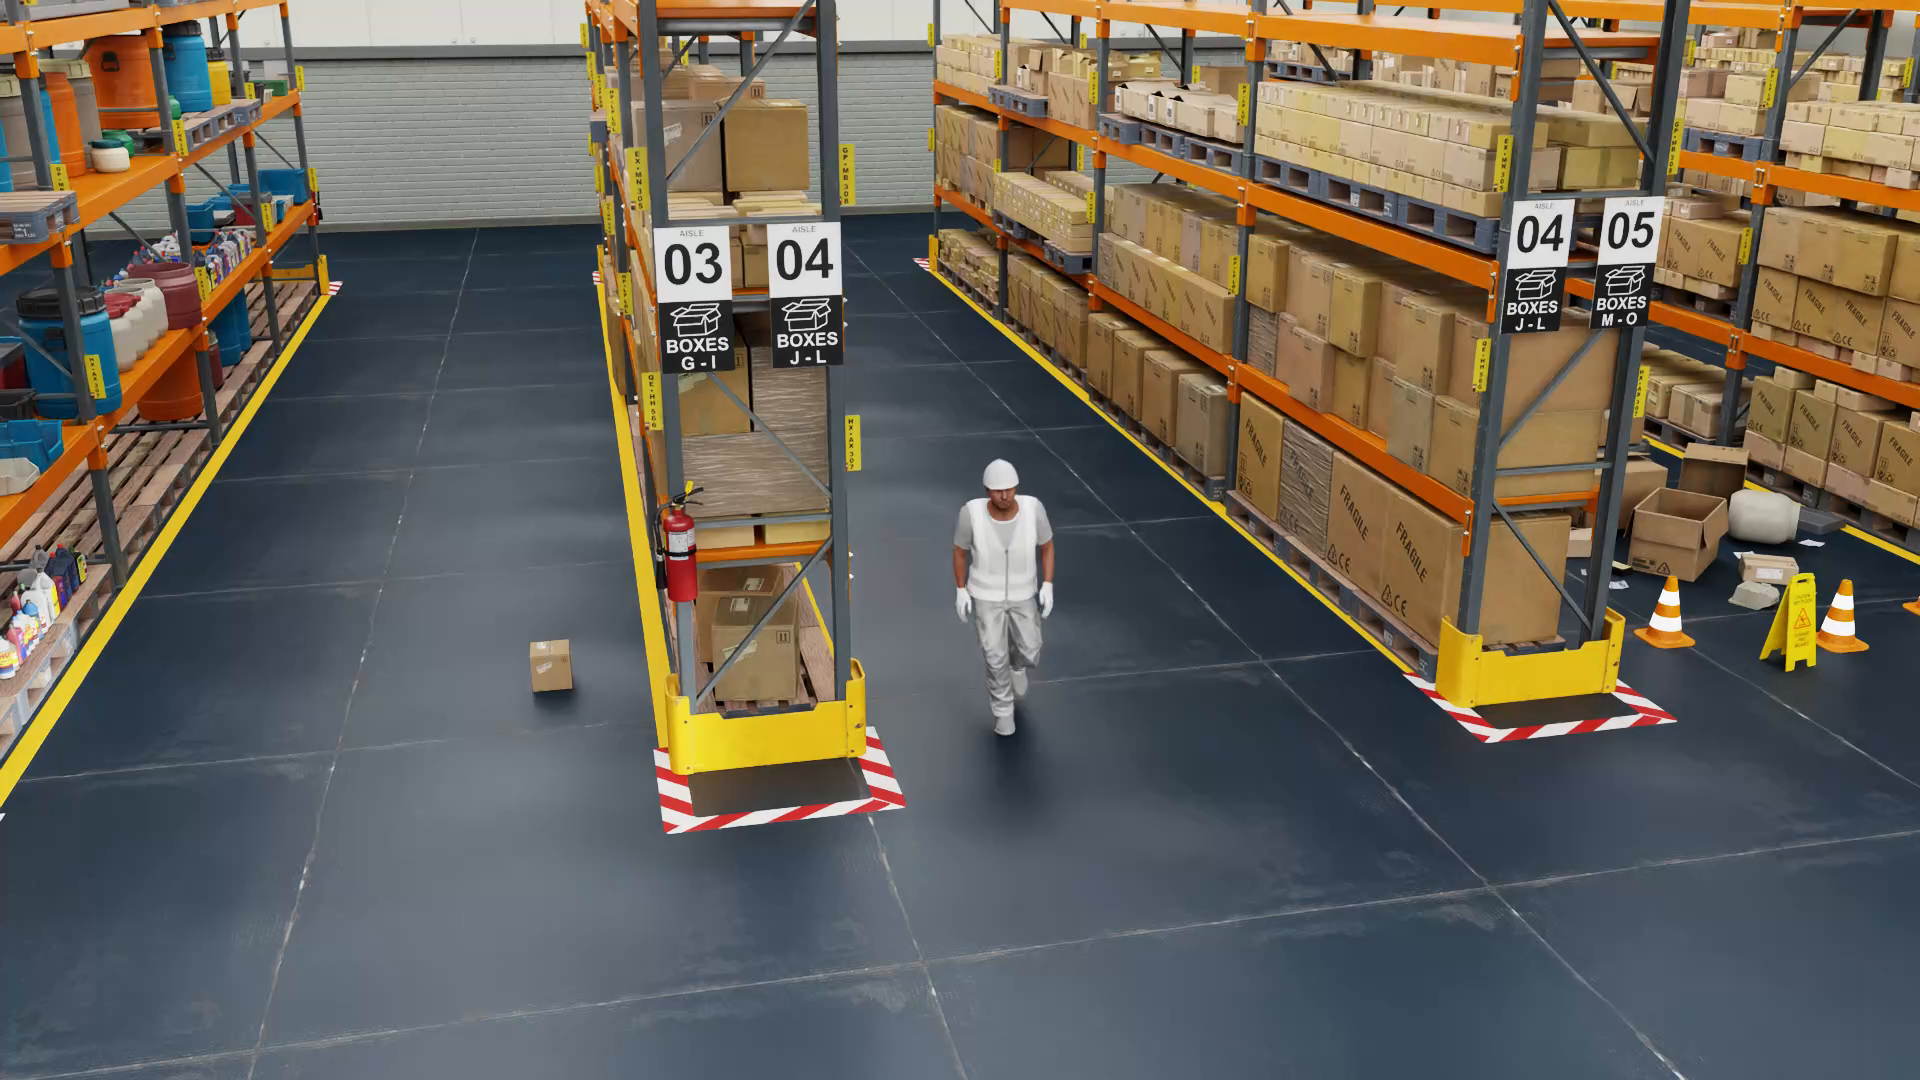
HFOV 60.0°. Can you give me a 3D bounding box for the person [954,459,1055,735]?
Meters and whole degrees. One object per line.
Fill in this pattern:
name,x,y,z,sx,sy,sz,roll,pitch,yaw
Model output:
person,0.260,0.302,10.164,0.606,1.755,0.649,-3,20,-8
